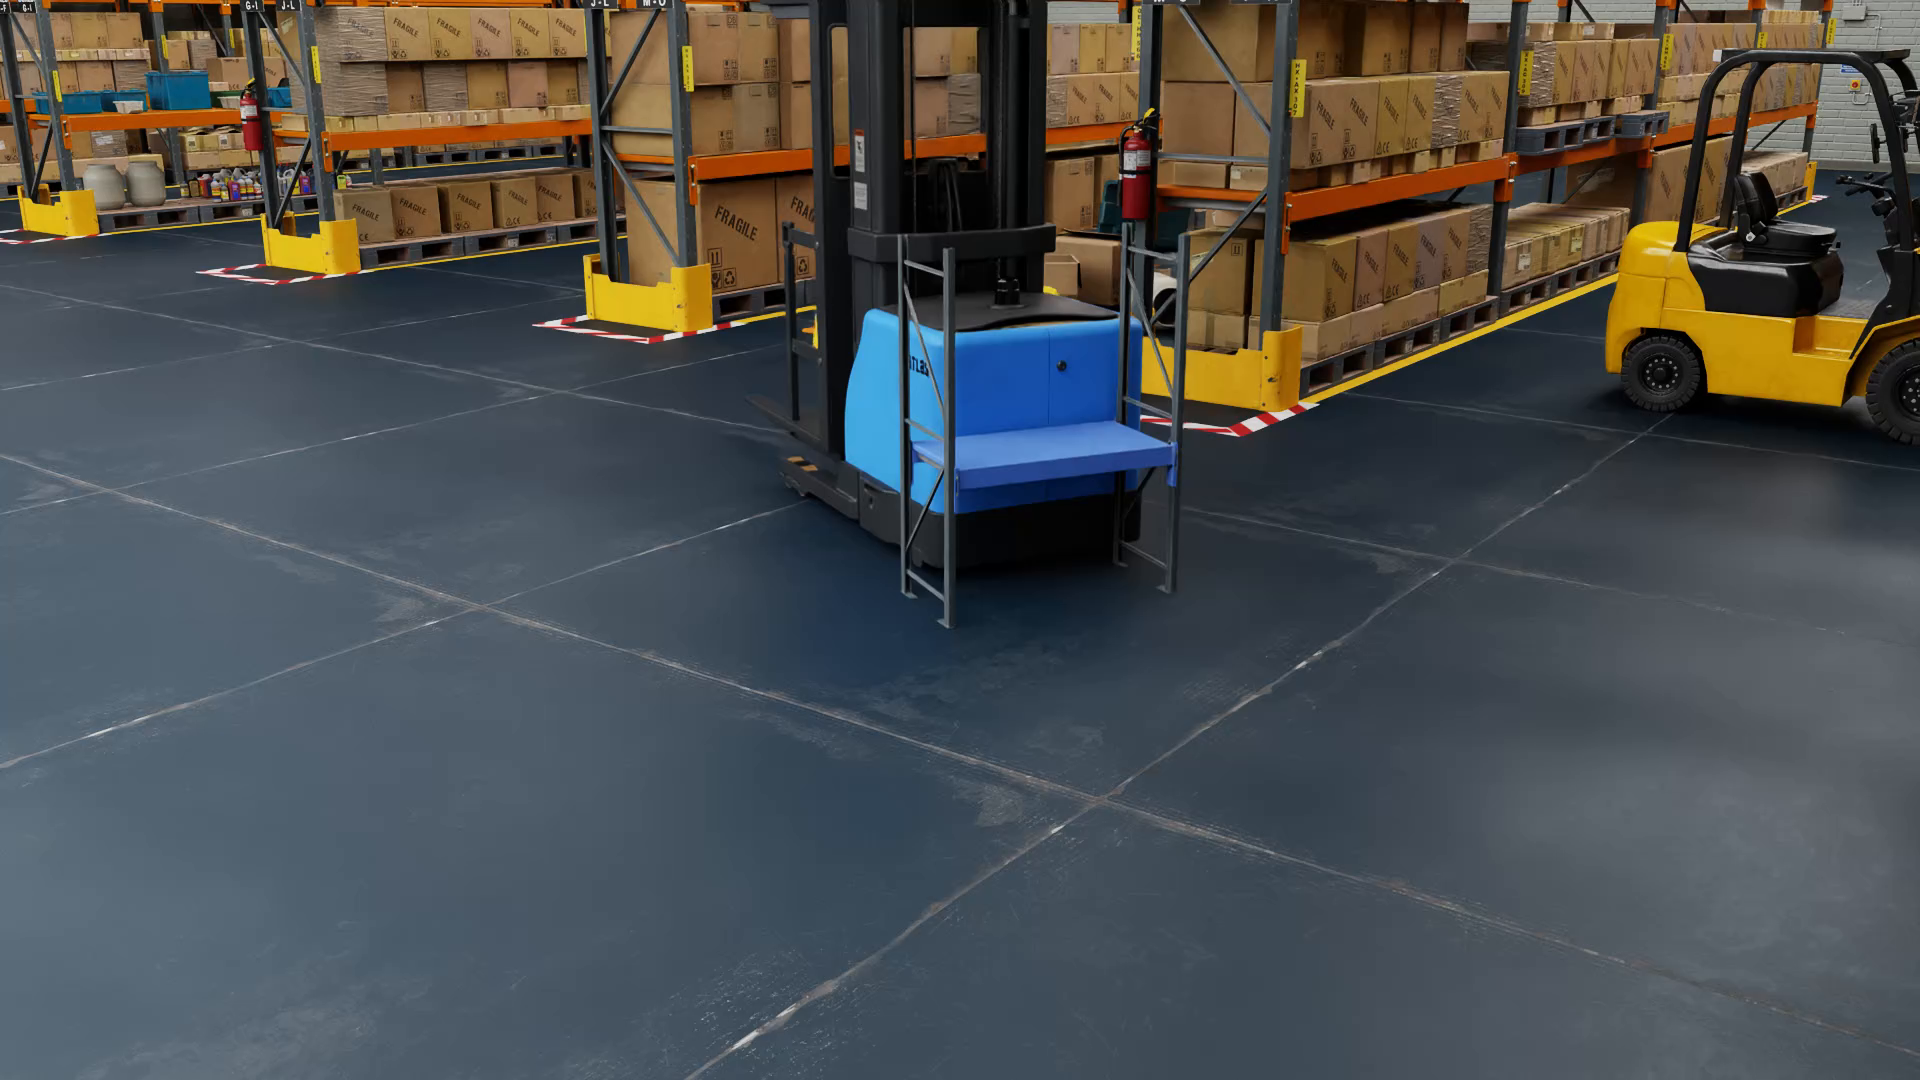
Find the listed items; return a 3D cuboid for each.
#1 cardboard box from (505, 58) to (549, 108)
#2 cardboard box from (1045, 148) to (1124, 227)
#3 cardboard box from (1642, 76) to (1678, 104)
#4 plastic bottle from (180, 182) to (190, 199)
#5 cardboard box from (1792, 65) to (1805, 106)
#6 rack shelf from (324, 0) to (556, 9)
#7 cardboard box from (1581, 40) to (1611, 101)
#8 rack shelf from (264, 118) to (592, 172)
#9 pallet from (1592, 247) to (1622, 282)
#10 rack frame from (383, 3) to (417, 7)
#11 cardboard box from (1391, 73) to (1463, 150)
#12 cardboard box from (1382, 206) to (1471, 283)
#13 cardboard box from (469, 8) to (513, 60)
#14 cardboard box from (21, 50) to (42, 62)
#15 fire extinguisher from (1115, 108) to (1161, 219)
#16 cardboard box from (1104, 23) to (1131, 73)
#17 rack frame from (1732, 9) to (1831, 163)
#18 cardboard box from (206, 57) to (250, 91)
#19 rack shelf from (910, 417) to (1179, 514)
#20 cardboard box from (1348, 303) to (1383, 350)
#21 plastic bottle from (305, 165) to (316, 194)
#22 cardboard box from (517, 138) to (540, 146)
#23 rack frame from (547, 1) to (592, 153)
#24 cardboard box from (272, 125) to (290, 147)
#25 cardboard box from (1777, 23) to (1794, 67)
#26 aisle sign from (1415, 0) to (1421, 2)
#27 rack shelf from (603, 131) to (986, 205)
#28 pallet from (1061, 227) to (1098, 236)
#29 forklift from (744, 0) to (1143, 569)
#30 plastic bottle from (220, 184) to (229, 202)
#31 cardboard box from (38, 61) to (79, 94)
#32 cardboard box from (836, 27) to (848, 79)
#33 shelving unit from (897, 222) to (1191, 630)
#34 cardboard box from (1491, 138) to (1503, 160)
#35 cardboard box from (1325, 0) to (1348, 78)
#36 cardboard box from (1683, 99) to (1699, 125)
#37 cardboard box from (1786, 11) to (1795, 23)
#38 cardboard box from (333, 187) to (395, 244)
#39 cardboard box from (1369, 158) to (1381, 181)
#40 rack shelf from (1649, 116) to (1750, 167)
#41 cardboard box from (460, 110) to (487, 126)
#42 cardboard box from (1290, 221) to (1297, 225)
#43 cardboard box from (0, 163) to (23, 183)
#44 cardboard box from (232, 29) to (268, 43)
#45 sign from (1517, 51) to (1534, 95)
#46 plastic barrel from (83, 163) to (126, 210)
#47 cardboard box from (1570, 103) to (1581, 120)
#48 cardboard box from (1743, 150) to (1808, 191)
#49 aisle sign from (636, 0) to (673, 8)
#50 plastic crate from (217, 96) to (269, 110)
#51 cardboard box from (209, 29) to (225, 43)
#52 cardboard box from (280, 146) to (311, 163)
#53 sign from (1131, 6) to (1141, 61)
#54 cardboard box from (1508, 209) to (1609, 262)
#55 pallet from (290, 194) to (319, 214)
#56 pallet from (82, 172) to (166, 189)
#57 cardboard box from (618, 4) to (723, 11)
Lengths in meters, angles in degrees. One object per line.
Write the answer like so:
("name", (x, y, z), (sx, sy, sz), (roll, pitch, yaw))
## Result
("cardboard box", (-4.889, -4.889, 17.760), (0.875, 0.500, 0.500), (12, 21, 35))
("cardboard box", (1.325, -3.886, 18.284), (1.050, 0.750, 0.750), (13, 21, 36))
("cardboard box", (6.815, -4.491, 16.558), (0.500, 0.250, 0.500), (12, 21, 34))
("plastic bottle", (-9.647, -4.357, 20.692), (0.097, 0.201, 0.097), (0, 17, 0))
("cardboard box", (10.396, -5.797, 21.186), (0.500, 0.500, 0.500), (13, 22, 36))
("rack shelf", (-6.814, -7.486, 22.947), (1.077, 0.370, 4.000), (12, 21, 35))
("cardboard box", (5.342, -4.105, 14.525), (0.500, 0.500, 0.500), (11, 21, 32))
("rack shelf", (-5.219, -4.226, 17.506), (1.077, 0.370, 4.000), (12, 21, 35))
("pallet", (5.848, -2.729, 16.177), (1.003, 0.211, 1.213), (12, 21, 35))
("rack frame", (-11.195, -9.577, 33.525), (1.000, 3.000, 0.127), (12, 21, 35))
("cardboard box", (3.259, -3.086, 11.954), (0.500, 0.500, 0.500), (13, 22, 36))
("cardboard box", (3.492, -2.230, 12.531), (0.500, 0.500, 0.500), (13, 21, 36))
("cardboard box", (-4.971, -5.200, 17.076), (0.500, 0.500, 0.500), (12, 21, 35))
("cardboard box", (-12.885, -6.686, 22.953), (0.380, 0.149, 0.250), (13, 22, 36))
("fire extinguisher", (1.109, -2.359, 10.412), (0.296, 0.674, 0.183), (12, 21, 35))
("cardboard box", (1.399, -5.274, 17.816), (0.700, 0.500, 0.500), (12, 21, 34))
("rack frame", (11.081, -6.152, 22.498), (1.000, 3.000, 0.127), (12, 21, 35))
("cardboard box", (-11.197, -7.150, 25.542), (0.500, 0.500, 0.500), (14, 22, 39))
("rack shelf", (0.331, -0.318, 6.846), (1.000, 0.185, 0.538), (-8, 19, -23))
("cardboard box", (2.561, -1.492, 11.420), (0.500, 0.250, 0.500), (13, 22, 37))
("plastic bottle", (-8.272, -4.616, 21.274), (0.144, 0.351, 0.185), (11, 20, 32))
("cardboard box", (-7.879, -7.315, 29.714), (0.500, 0.500, 0.500), (13, 21, 35))
("rack frame", (-7.215, -8.702, 30.709), (1.000, 3.000, 0.127), (12, 21, 35))
("cardboard box", (-10.620, -6.373, 26.191), (0.500, 0.311, 0.500), (13, 22, 36))
("cardboard box", (9.796, -6.035, 20.265), (0.500, 0.500, 0.500), (13, 21, 36))
("aisle sign", (6.848, -8.315, 25.078), (0.394, 0.787, 0.004), (12, 21, 35))
("rack shelf", (-1.296, -3.325, 14.606), (1.077, 0.370, 4.000), (12, 21, 35))
("pallet", (1.021, -3.302, 18.021), (1.003, 0.211, 1.213), (12, 21, 35))
("forklift", (-0.288, -1.667, 8.170), (1.130, 2.935, 3.031), (-8, 19, -25))
("plastic bottle", (-8.997, -4.243, 20.326), (0.097, 0.201, 0.097), (0, 17, 0))
("cardboard box", (-12.852, -6.492, 23.424), (0.700, 0.500, 0.500), (13, 21, 35))
("cardboard box", (-1.328, -4.267, 14.353), (0.875, 0.550, 0.500), (12, 21, 35))
("shelving unit", (0.331, -0.490, 6.793), (1.048, 1.500, 0.538), (-8, 19, -23))
("cardboard box", (3.984, -3.044, 12.911), (0.380, 0.149, 0.250), (12, 21, 34))
("cardboard box", (2.206, -3.428, 11.369), (0.700, 0.500, 0.500), (12, 21, 34))
("cardboard box", (7.417, -4.497, 17.419), (0.500, 0.250, 0.500), (13, 22, 36))
("cardboard box", (10.017, -6.424, 20.423), (0.380, 0.149, 0.250), (12, 21, 35))
("cardboard box", (-6.026, -3.245, 16.643), (0.500, 0.500, 0.500), (-15, 23, -40))
("cardboard box", (2.594, -2.497, 11.151), (0.380, 0.149, 0.250), (13, 22, 36))
("rack shelf", (7.506, -4.380, 18.003), (1.077, 0.370, 4.000), (12, 21, 35))
("cardboard box", (-5.078, -4.339, 17.081), (0.380, 0.149, 0.250), (12, 21, 35))
("cardboard box", (2.133, -2.292, 11.638), (0.380, 0.149, 0.250), (13, 21, 36))
("cardboard box", (-13.273, -5.059, 22.904), (0.500, 0.250, 0.500), (12, 21, 35))
("cardboard box", (-13.084, -9.251, 30.507), (0.500, 0.250, 0.500), (13, 22, 36))
("sign", (4.371, -3.614, 12.863), (0.100, 0.325, 0.005), (12, 21, 35))
("plastic barrel", (-10.058, -4.151, 19.539), (0.421, 0.512, 0.421), (0, 17, 0))
("cardboard box", (5.113, -3.702, 14.323), (0.380, 0.149, 0.250), (13, 21, 35))
("cardboard box", (10.768, -4.955, 22.252), (0.875, 0.438, 0.875), (12, 21, 33))
("aisle sign", (-2.289, -4.364, 12.355), (0.394, 0.787, 0.004), (12, 21, 35))
("plastic crate", (-8.770, -5.363, 20.401), (0.530, 0.136, 0.437), (12, 21, 35))
("cardboard box", (-13.517, -9.335, 30.779), (0.500, 0.250, 0.500), (13, 22, 36))
("cardboard box", (-10.626, -6.103, 26.267), (0.500, 0.250, 0.500), (13, 21, 36))
("sign", (1.114, -3.148, 10.339), (0.100, 0.325, 0.005), (12, 21, 35))
("cardboard box", (5.536, -2.883, 15.691), (0.950, 0.372, 0.625), (12, 21, 34))
("pallet", (-8.439, -4.436, 21.674), (1.003, 0.211, 1.213), (12, 21, 35))
("pallet", (-12.489, -5.283, 24.401), (1.003, 0.211, 1.213), (12, 21, 35))
("cardboard box", (-3.442, -5.697, 19.312), (1.000, 1.000, 1.000), (13, 21, 35))
